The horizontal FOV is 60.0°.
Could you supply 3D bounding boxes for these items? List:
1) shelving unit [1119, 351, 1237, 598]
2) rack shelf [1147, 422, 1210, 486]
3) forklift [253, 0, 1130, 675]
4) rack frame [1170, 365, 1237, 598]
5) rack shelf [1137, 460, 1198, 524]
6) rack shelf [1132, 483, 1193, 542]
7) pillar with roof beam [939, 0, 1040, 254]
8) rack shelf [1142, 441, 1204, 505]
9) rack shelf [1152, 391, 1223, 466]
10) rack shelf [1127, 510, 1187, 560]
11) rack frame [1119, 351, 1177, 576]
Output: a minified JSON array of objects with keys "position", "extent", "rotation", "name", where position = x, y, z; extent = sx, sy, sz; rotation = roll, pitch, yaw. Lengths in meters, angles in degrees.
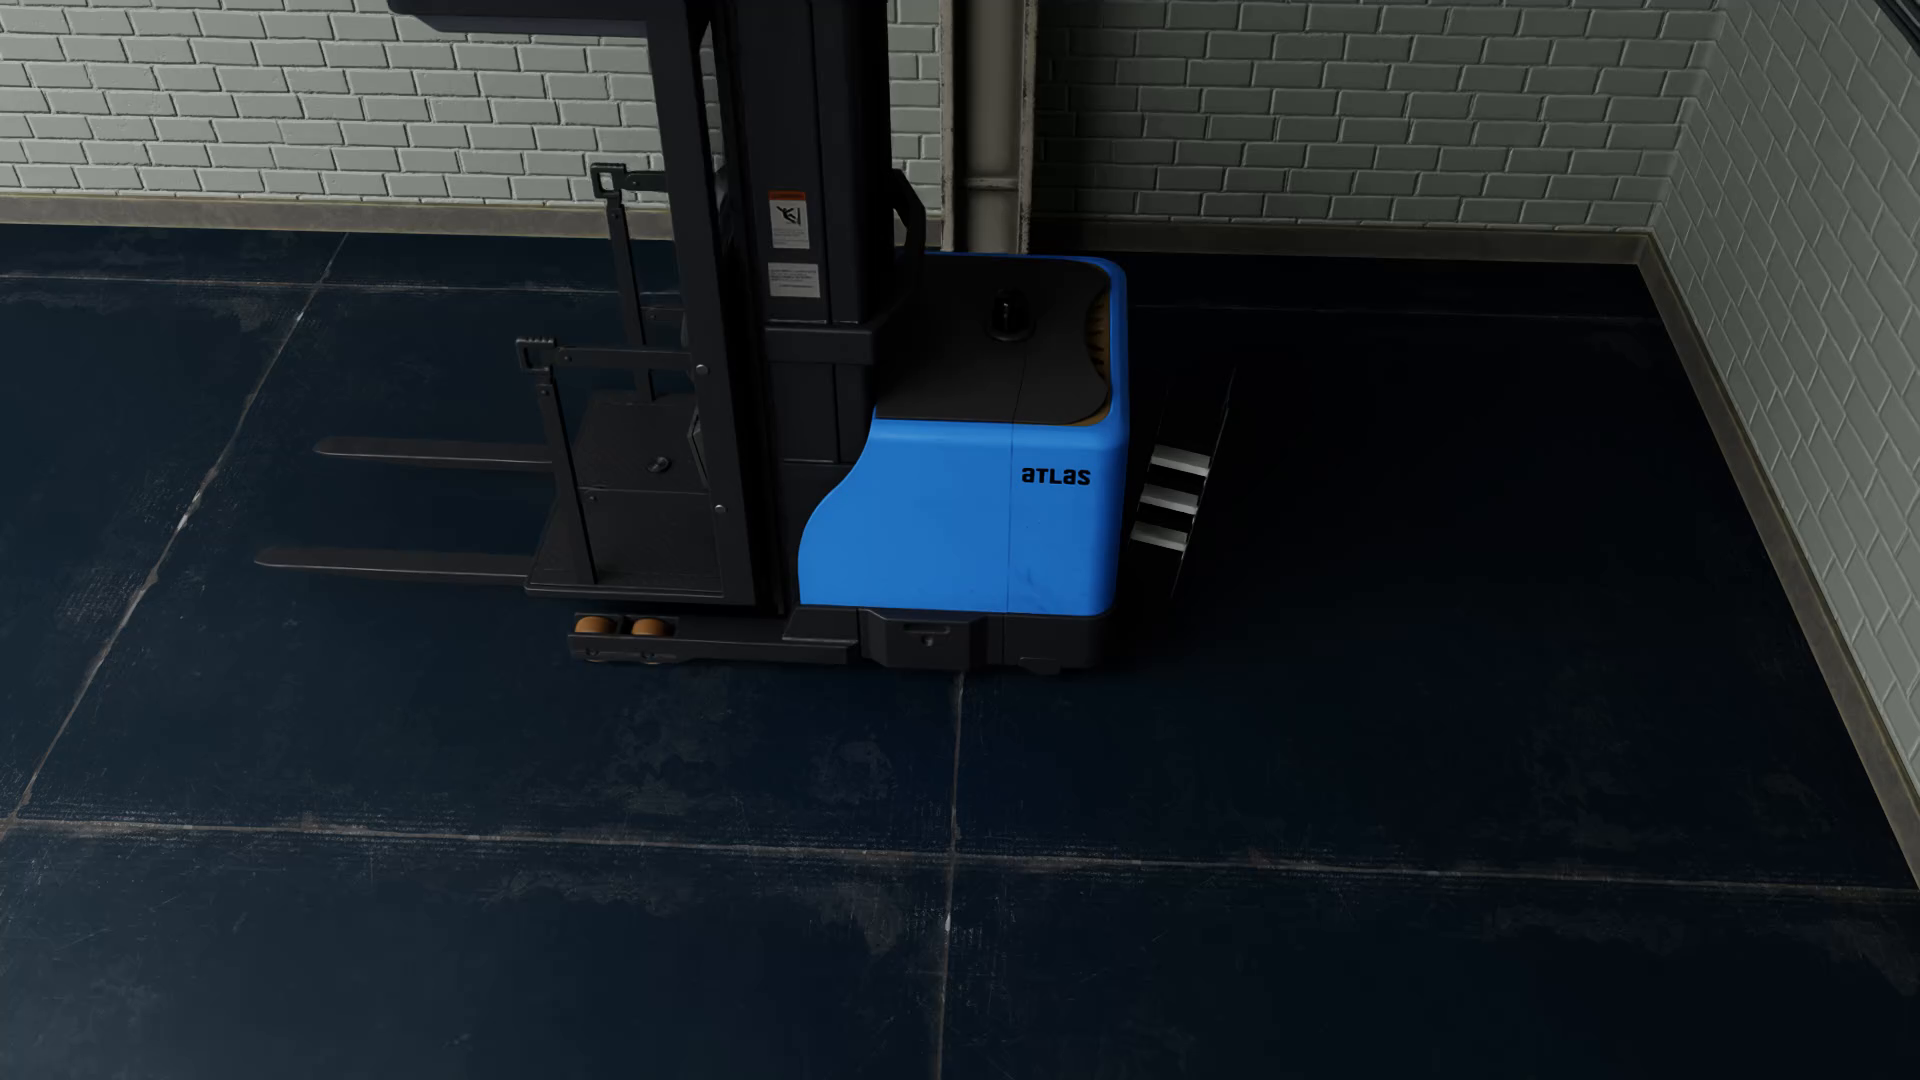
[{"position":[0.746,-0.212,5.804],"extent":[0.210,0.900,0.258],"rotation":[14,44,5],"name":"shelving unit"},{"position":[0.763,-0.316,5.701],"extent":[0.200,0.077,0.258],"rotation":[14,44,5],"name":"rack shelf"},{"position":[-0.954,-0.997,5.170],"extent":[3.031,2.935,1.130],"rotation":[2,43,3],"name":"forklift"},{"position":[0.845,-0.188,5.796],"extent":[0.006,0.900,0.240],"rotation":[14,44,5],"name":"rack frame"},{"position":[0.742,-0.189,5.827],"extent":[0.200,0.077,0.258],"rotation":[14,44,5],"name":"rack shelf"},{"position":[0.732,-0.125,5.889],"extent":[0.200,0.077,0.258],"rotation":[14,44,5],"name":"rack shelf"},{"position":[-0.071,-1.634,1.402],"extent":[0.400,9.000,9.100],"rotation":[2,43,2],"name":"pillar with roof beam"},{"position":[0.753,-0.252,5.764],"extent":[0.200,0.077,0.258],"rotation":[14,44,5],"name":"rack shelf"},{"position":[0.774,-0.380,5.639],"extent":[0.200,0.077,0.258],"rotation":[14,44,5],"name":"rack shelf"},{"position":[0.721,-0.061,5.952],"extent":[0.200,0.077,0.258],"rotation":[14,44,5],"name":"rack shelf"},{"position":[0.648,-0.237,5.812],"extent":[0.006,0.900,0.240],"rotation":[14,44,5],"name":"rack frame"}]
